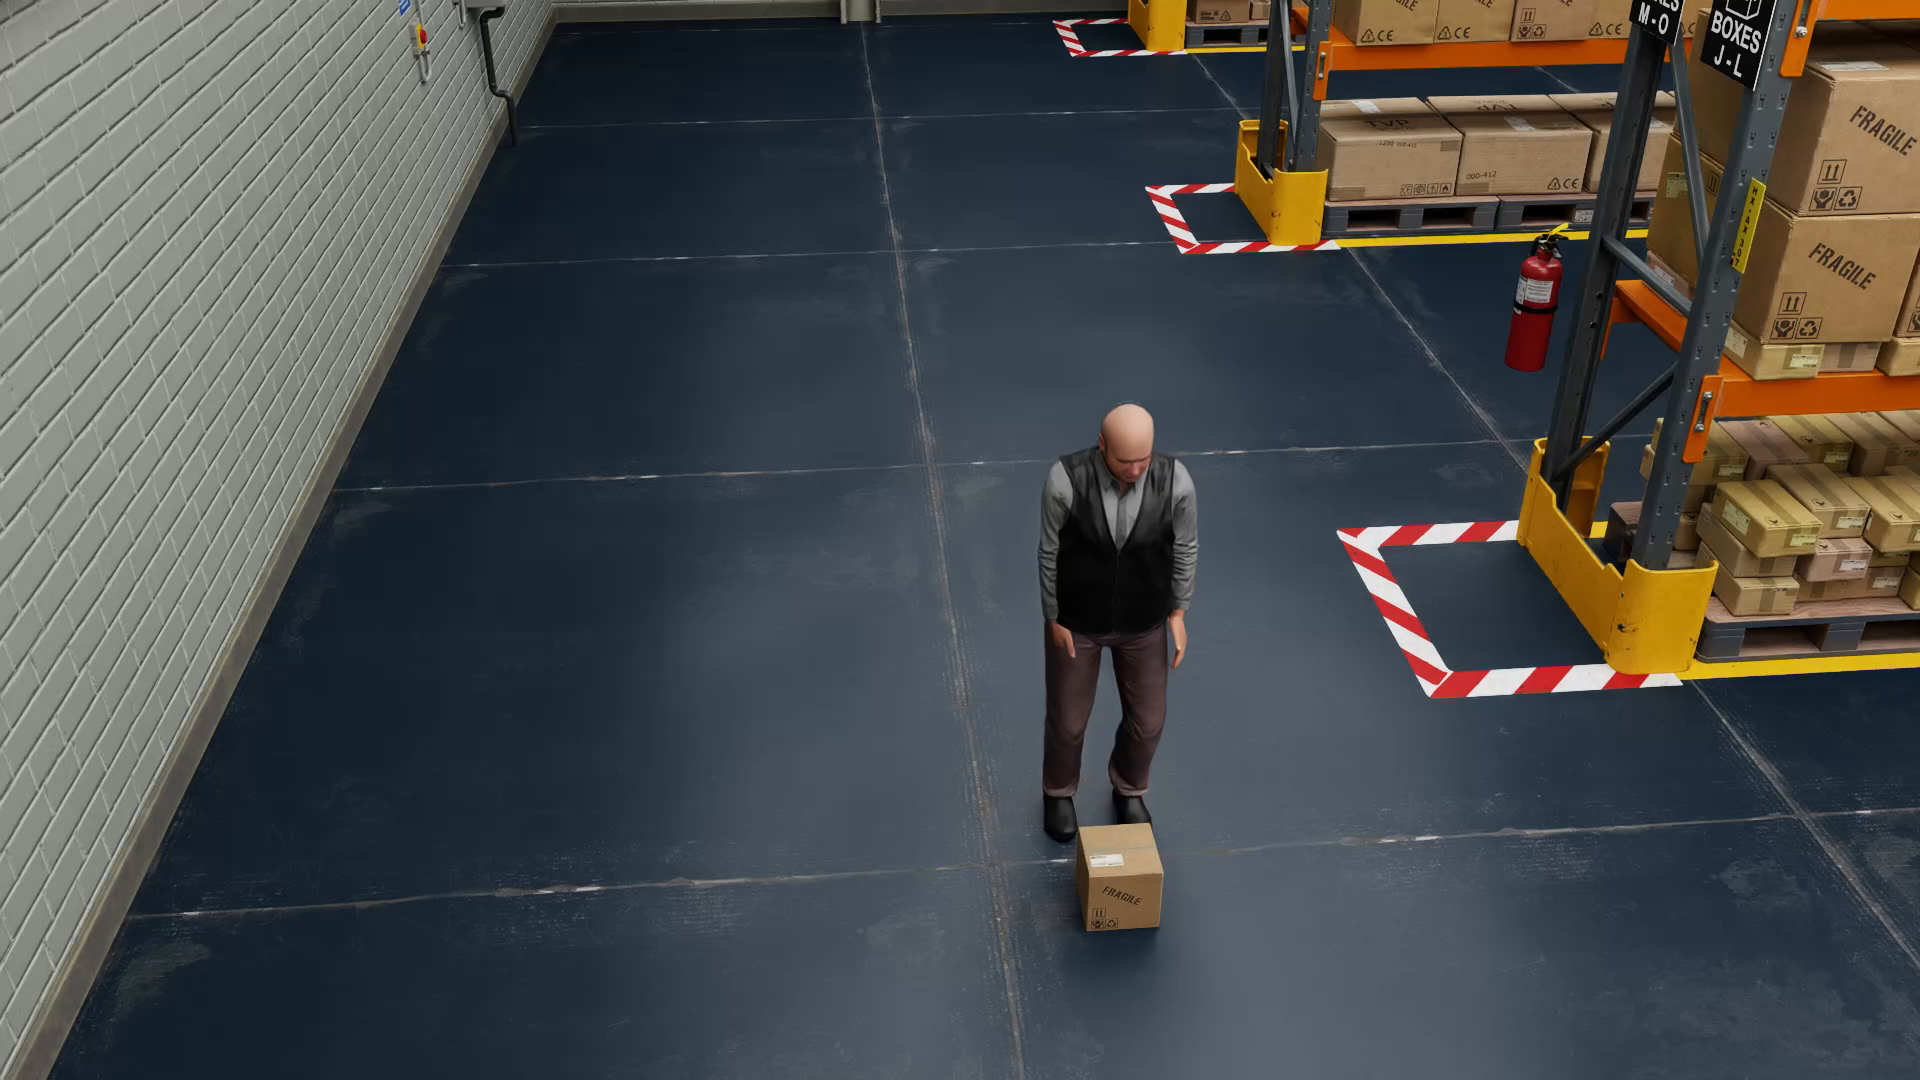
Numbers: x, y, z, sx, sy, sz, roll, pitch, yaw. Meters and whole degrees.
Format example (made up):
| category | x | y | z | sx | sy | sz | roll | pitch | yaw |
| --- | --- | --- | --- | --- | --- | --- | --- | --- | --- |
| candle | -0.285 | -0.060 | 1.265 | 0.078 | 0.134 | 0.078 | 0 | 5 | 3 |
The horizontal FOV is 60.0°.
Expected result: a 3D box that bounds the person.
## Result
| category | x | y | z | sx | sy | sz | roll | pitch | yaw |
| --- | --- | --- | --- | --- | --- | --- | --- | --- | --- |
| person | 0.530 | 0.278 | 5.724 | 0.546 | 1.696 | 0.378 | -2 | 31 | -3 |
